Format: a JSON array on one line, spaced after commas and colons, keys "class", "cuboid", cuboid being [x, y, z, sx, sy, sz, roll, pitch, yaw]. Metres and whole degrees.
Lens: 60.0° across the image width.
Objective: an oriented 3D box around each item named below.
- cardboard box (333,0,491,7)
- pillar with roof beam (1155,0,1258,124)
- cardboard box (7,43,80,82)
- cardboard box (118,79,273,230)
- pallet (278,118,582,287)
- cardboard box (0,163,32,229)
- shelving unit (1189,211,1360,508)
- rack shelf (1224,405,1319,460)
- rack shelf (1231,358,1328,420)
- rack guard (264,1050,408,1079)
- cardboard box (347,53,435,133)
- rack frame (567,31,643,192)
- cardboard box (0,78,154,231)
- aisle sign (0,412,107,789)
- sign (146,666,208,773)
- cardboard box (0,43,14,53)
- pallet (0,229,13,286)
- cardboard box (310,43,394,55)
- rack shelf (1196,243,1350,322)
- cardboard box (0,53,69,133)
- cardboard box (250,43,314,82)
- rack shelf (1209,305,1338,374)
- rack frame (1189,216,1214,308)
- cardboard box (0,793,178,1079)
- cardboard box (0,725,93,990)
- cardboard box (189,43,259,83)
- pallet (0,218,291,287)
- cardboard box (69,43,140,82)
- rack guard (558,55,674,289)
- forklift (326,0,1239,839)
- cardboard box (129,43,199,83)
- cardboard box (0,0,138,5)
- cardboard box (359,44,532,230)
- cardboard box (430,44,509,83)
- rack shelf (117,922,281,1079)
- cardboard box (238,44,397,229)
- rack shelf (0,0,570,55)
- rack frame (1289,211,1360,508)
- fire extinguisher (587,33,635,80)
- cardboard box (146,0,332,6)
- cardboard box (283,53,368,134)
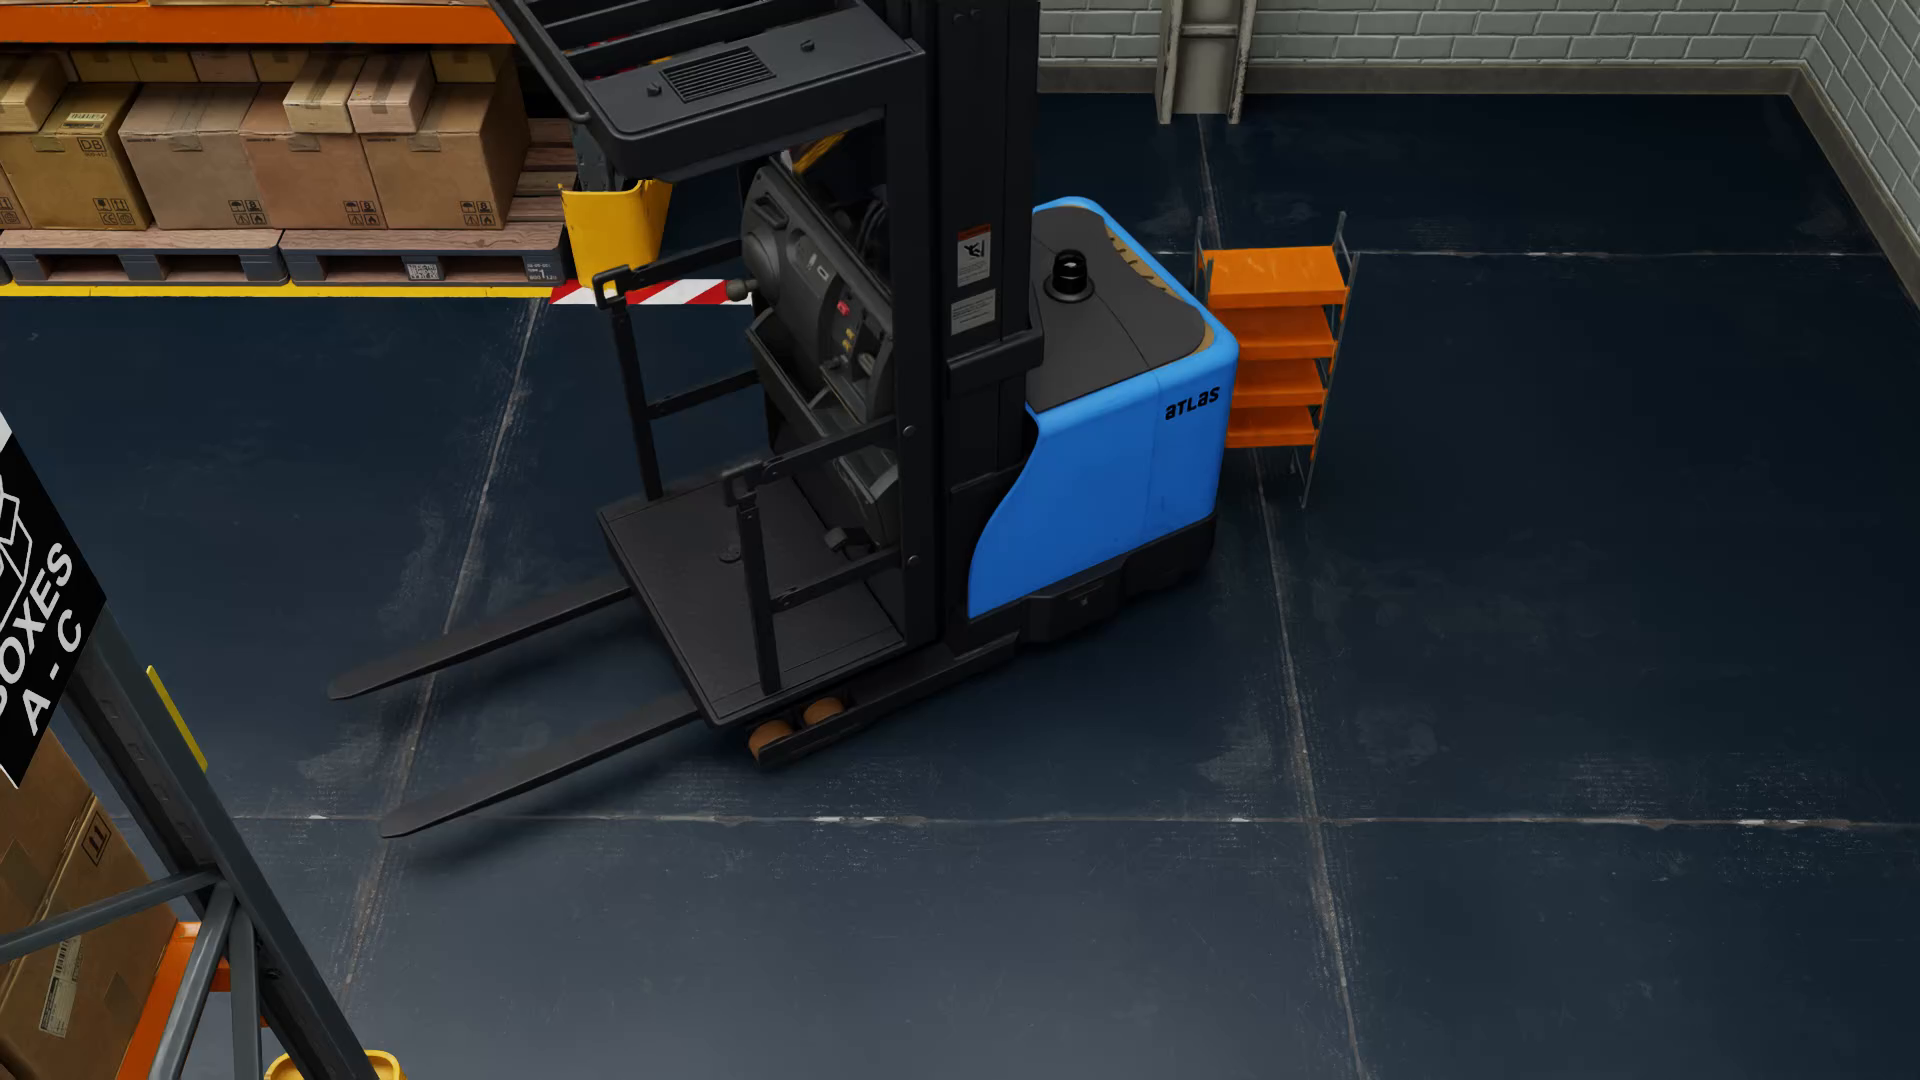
[{"class": "cardboard box", "cuboid": [-2.039, -2.645, 6.458, 0.700, 0.700, 0.980, 2, 47, 2]}, {"class": "pillar with roof beam", "cuboid": [1.159, -2.068, 2.027, 0.400, 9.000, 9.100, 0, 47, 0]}, {"class": "cardboard box", "cuboid": [-3.882, -2.140, 7.170, 0.250, 0.149, 0.380, 1, 47, 1]}, {"class": "cardboard box", "cuboid": [-3.232, -1.771, 7.270, 0.500, 0.500, 0.700, -1, 47, -1]}, {"class": "pallet", "cuboid": [-2.329, -1.544, 7.543, 1.213, 0.211, 1.003, 0, 47, 0]}, {"class": "cardboard box", "cuboid": [-4.279, -1.771, 7.270, 0.500, 0.500, 0.700, 0, 47, 0]}, {"class": "shelving unit", "cuboid": [1.063, -0.610, 5.998, 0.503, 1.200, 0.258, -3, 47, -2]}, {"class": "rack shelf", "cuboid": [1.063, -0.428, 6.192, 0.480, 0.148, 0.258, -3, 47, -2]}, {"class": "rack shelf", "cuboid": [1.063, -0.564, 6.047, 0.480, 0.148, 0.258, -3, 47, -2]}, {"class": "rack guard", "cuboid": [-1.619, 1.928, 4.114, 0.348, 0.500, 1.175, 0, 47, 0]}, {"class": "cardboard box", "cuboid": [-2.358, -1.857, 6.907, 0.250, 0.149, 0.380, 0, 47, 0]}, {"class": "rack frame", "cuboid": [-1.529, -2.549, 6.573, 0.127, 3.000, 1.000, 0, 47, 0]}, {"class": "cardboard box", "cuboid": [-3.766, -1.767, 7.267, 0.500, 0.500, 0.700, 1, 47, 1]}, {"class": "aisle sign", "cuboid": [-1.474, -0.024, 2.447, 0.004, 0.787, 0.394, 0, 47, 0]}, {"class": "sign", "cuboid": [-1.542, 0.385, 3.251, 0.005, 0.325, 0.100, 0, 47, 0]}, {"class": "cardboard box", "cuboid": [-4.135, -2.141, 7.171, 0.250, 0.149, 0.380, -1, 47, -1]}, {"class": "pallet", "cuboid": [-4.769, -1.551, 7.549, 1.213, 0.211, 1.003, 0, 47, 0]}, {"class": "cardboard box", "cuboid": [-2.610, -2.137, 7.168, 0.250, 0.149, 0.380, 0, 47, 0]}, {"class": "rack shelf", "cuboid": [1.063, -0.877, 5.710, 0.480, 0.148, 0.258, -3, 47, -2]}, {"class": "cardboard box", "cuboid": [-3.917, -1.860, 6.909, 0.250, 0.149, 0.380, -1, 47, -1]}, {"class": "cardboard box", "cuboid": [-2.860, -2.138, 7.169, 0.250, 0.149, 0.380, 1, 47, 0]}, {"class": "rack shelf", "cuboid": [1.063, -0.716, 5.883, 0.480, 0.148, 0.258, -3, 47, -2]}, {"class": "rack frame", "cuboid": [0.820, -0.599, 5.988, 0.015, 1.200, 0.240, -3, 47, -2]}, {"class": "cardboard box", "cuboid": [-1.986, 0.849, 3.343, 0.500, 0.500, 0.500, 1, 47, 1]}, {"class": "cardboard box", "cuboid": [-1.986, 0.508, 2.977, 0.500, 0.500, 0.500, 1, 47, 1]}, {"class": "cardboard box", "cuboid": [-3.115, -2.138, 7.169, 0.250, 0.149, 0.380, 1, 47, 1]}, {"class": "pallet", "cuboid": [-3.545, -1.549, 7.548, 1.213, 0.211, 1.003, 0, 47, 0]}, {"class": "cardboard box", "cuboid": [-3.624, -2.139, 7.170, 0.250, 0.149, 0.380, -1, 47, -1]}, {"class": "rack guard", "cuboid": [-1.505, -1.697, 7.488, 0.348, 0.500, 1.175, 0, 47, 0]}, {"class": "forklift", "cuboid": [-0.613, -0.686, 4.886, 3.031, 2.935, 1.130, -22, 51, -19]}, {"class": "cardboard box", "cuboid": [-3.371, -2.138, 7.169, 0.250, 0.149, 0.380, 1, 47, 1]}, {"class": "cardboard box", "cuboid": [-3.529, -2.648, 6.461, 0.700, 0.700, 0.980, -2, 47, -2]}, {"class": "cardboard box", "cuboid": [-2.229, -1.769, 7.268, 0.500, 0.500, 0.700, 0, 47, 0]}, {"class": "cardboard box", "cuboid": [-2.103, -2.136, 7.167, 0.250, 0.149, 0.380, 0, 47, 0]}, {"class": "rack shelf", "cuboid": [-3.543, 1.317, 3.467, 4.000, 0.370, 1.077, 0, 47, 0]}, {"class": "cardboard box", "cuboid": [-2.729, -1.771, 7.270, 0.500, 0.500, 0.700, 0, 47, 0]}, {"class": "rack shelf", "cuboid": [-3.529, -2.309, 6.842, 4.000, 0.370, 1.077, 0, 47, 0]}, {"class": "rack frame", "cuboid": [1.307, -0.620, 6.008, 0.015, 1.200, 0.240, -3, 47, -2]}, {"class": "fire extinguisher", "cuboid": [-1.380, -2.057, 6.423, 0.183, 0.674, 0.296, 0, 47, 0]}, {"class": "cardboard box", "cuboid": [-2.766, -2.639, 6.452, 0.700, 0.700, 0.980, 0, 47, 0]}, {"class": "cardboard box", "cuboid": [-2.614, -1.857, 6.907, 0.250, 0.149, 0.380, 1, 47, 1]}]
